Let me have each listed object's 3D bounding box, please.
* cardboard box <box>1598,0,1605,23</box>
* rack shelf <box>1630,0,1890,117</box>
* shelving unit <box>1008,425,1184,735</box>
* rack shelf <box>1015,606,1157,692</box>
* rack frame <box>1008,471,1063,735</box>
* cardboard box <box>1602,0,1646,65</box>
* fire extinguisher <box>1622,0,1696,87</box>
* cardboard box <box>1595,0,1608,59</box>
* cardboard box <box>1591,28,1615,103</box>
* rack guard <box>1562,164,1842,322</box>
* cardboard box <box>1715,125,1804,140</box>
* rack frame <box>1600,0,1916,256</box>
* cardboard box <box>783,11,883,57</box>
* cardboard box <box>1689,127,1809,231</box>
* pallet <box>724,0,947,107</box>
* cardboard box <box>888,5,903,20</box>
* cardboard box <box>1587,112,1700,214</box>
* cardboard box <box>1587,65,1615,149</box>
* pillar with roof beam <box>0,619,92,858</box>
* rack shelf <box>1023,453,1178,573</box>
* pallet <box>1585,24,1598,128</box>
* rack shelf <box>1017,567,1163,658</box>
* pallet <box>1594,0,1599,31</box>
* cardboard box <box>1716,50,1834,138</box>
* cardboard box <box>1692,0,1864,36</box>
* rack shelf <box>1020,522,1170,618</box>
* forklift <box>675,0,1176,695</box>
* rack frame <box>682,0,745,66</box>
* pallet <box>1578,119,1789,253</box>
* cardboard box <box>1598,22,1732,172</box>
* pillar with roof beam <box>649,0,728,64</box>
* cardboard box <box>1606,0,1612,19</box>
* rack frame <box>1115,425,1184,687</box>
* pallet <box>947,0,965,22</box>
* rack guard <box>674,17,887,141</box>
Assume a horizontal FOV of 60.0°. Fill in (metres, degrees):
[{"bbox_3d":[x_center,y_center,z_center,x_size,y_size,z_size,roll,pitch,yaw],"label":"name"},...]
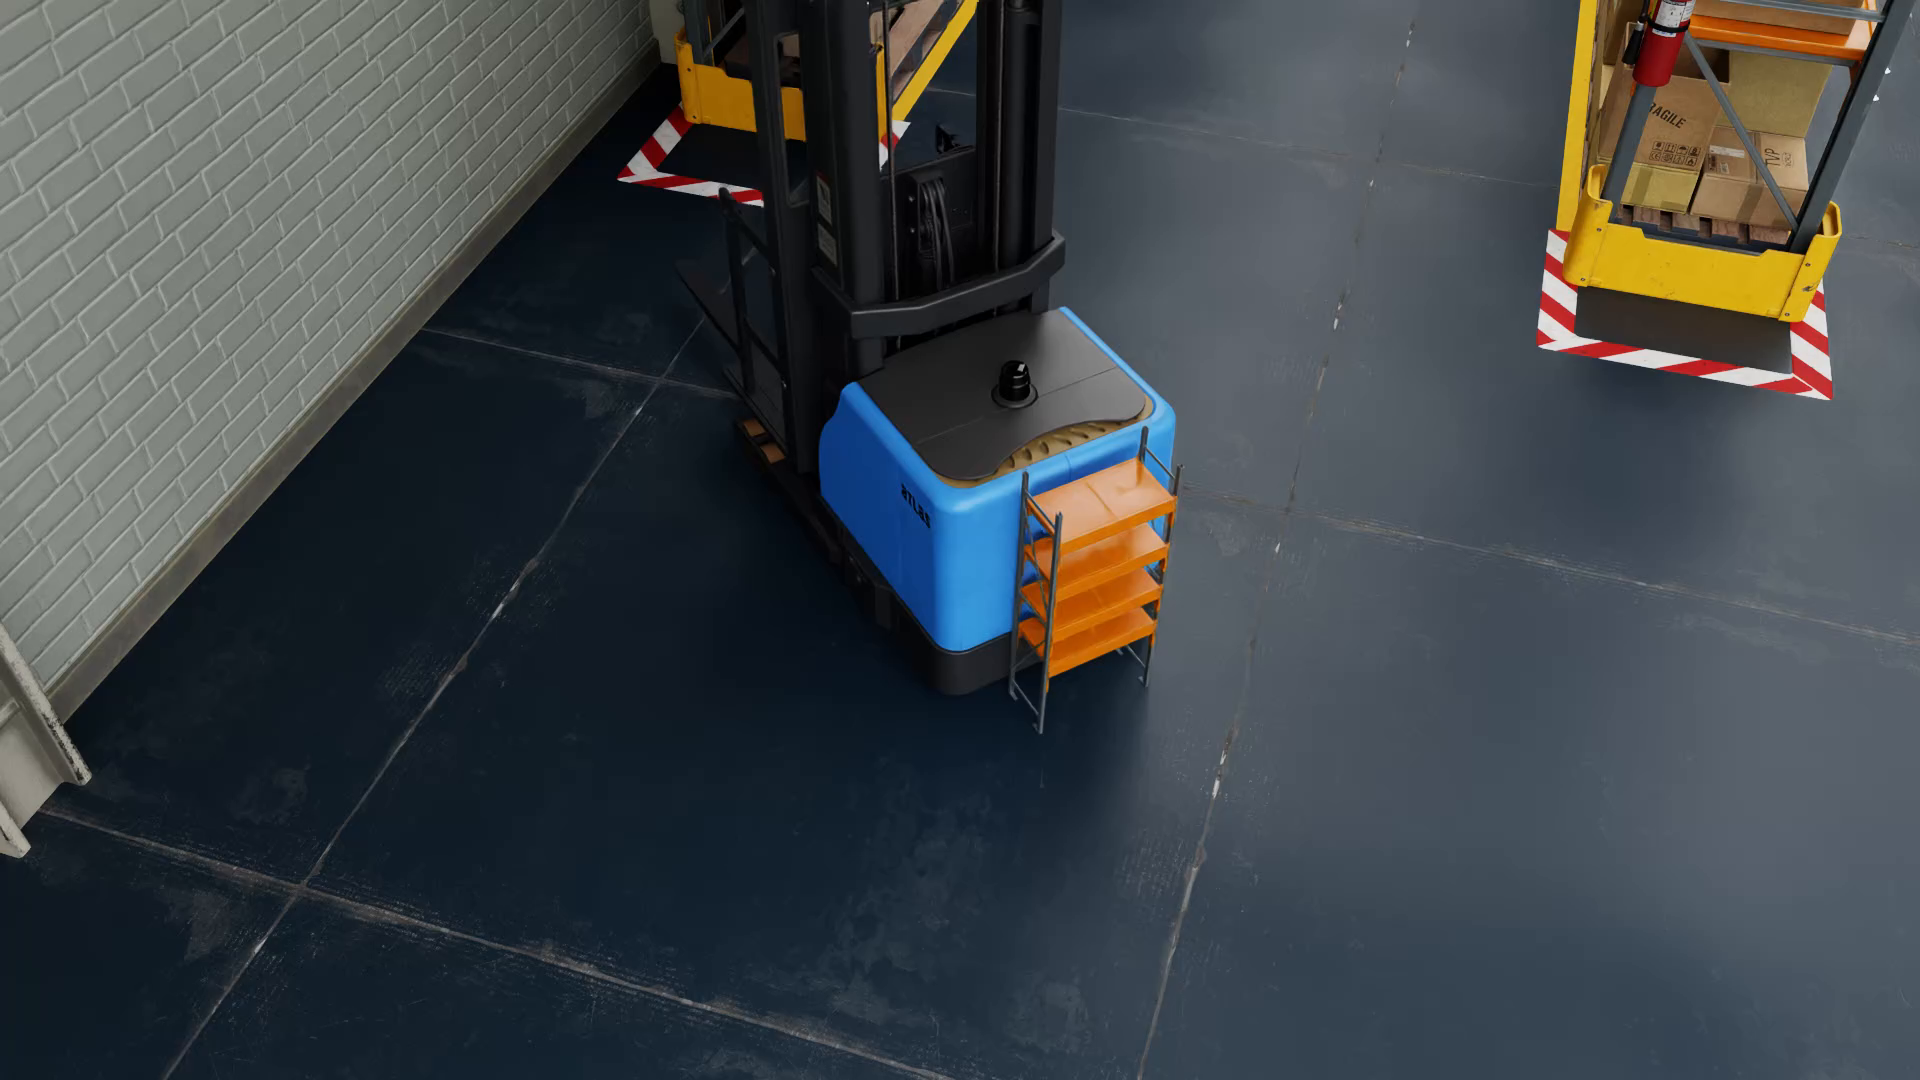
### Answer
[{"bbox_3d":[4.158,-3.319,10.062,0.500,0.250,0.500,13,46,13],"label":"cardboard box"},{"bbox_3d":[4.295,-3.471,9.065,1.077,0.370,4.000,13,46,13],"label":"rack shelf"},{"bbox_3d":[0.478,0.172,6.107,0.503,1.200,0.258,-21,51,-20],"label":"shelving unit"},{"bbox_3d":[0.472,0.355,6.300,0.480,0.148,0.258,-21,51,-20],"label":"rack shelf"},{"bbox_3d":[0.265,0.256,6.022,0.015,1.200,0.240,-21,51,-20],"label":"rack frame"},{"bbox_3d":[3.857,-2.920,9.118,0.500,0.500,0.500,13,46,13],"label":"cardboard box"},{"bbox_3d":[3.210,-2.387,7.499,0.296,0.674,0.183,13,46,13],"label":"fire extinguisher"},{"bbox_3d":[4.013,-2.984,9.720,0.500,0.250,0.500,13,46,13],"label":"cardboard box"},{"bbox_3d":[3.859,-2.652,9.380,0.500,0.250,0.500,13,46,13],"label":"cardboard box"},{"bbox_3d":[3.682,-1.485,8.309,1.175,0.500,0.348,13,46,13],"label":"rack guard"},{"bbox_3d":[4.211,-2.206,8.925,0.500,0.250,0.500,13,46,13],"label":"cardboard box"},{"bbox_3d":[3.689,-2.395,7.451,1.000,3.000,0.127,13,46,13],"label":"rack frame"},{"bbox_3d":[-0.738,-3.080,9.759,0.500,0.311,0.500,8,45,8],"label":"cardboard box"},{"bbox_3d":[4.063,-1.872,8.583,0.500,0.250,0.500,13,46,13],"label":"cardboard box"},{"bbox_3d":[-0.731,-3.029,10.094,1.003,0.211,1.213,13,46,13],"label":"pallet"},{"bbox_3d":[-0.565,-3.460,10.148,0.500,0.311,0.500,16,47,16],"label":"cardboard box"},{"bbox_3d":[3.570,-1.982,8.696,0.500,0.250,0.500,13,46,13],"label":"cardboard box"},{"bbox_3d":[3.710,-2.318,9.039,0.500,0.250,0.500,13,46,13],"label":"cardboard box"},{"bbox_3d":[0.640,-1.324,2.068,9.100,9.000,0.400,13,46,13],"label":"pillar with roof beam"},{"bbox_3d":[0.486,-0.098,5.822,0.480,0.148,0.258,-21,51,-20],"label":"rack shelf"},{"bbox_3d":[4.252,-2.727,9.785,1.003,0.211,1.213,13,46,13],"label":"pallet"},{"bbox_3d":[0.476,0.219,6.156,0.480,0.148,0.258,-21,51,-20],"label":"rack shelf"},{"bbox_3d":[4.620,-3.543,10.619,1.003,0.211,1.213,13,46,13],"label":"pallet"},{"bbox_3d":[4.213,-2.474,8.662,0.500,0.500,0.500,13,46,13],"label":"cardboard box"},{"bbox_3d":[3.843,-2.739,7.732,0.700,0.500,0.500,13,46,13],"label":"cardboard box"},{"bbox_3d":[0.481,0.065,5.993,0.480,0.148,0.258,-21,51,-20],"label":"rack shelf"},{"bbox_3d":[-0.363,-1.467,6.553,1.130,2.935,3.031,-22,49,-21],"label":"forklift"},{"bbox_3d":[-1.033,-3.441,8.521,1.000,3.000,0.127,13,46,13],"label":"rack frame"},{"bbox_3d":[3.881,-1.917,8.957,1.003,0.211,1.213,13,46,13],"label":"pallet"},{"bbox_3d":[3.568,-2.251,8.434,0.500,0.500,0.500,13,46,13],"label":"cardboard box"},{"bbox_3d":[2.457,-5.324,6.155,9.100,9.000,0.400,13,46,13],"label":"pillar with roof beam"},{"bbox_3d":[4.009,-3.253,9.458,0.500,0.500,0.500,13,46,13],"label":"cardboard box"},{"bbox_3d":[0.691,0.089,6.192,0.015,1.200,0.240,-21,51,-20],"label":"rack frame"},{"bbox_3d":[-0.359,-3.840,10.922,1.003,0.211,1.213,13,46,13],"label":"pallet"},{"bbox_3d":[-1.010,-2.599,9.447,1.175,0.500,0.348,13,46,13],"label":"rack guard"}]
